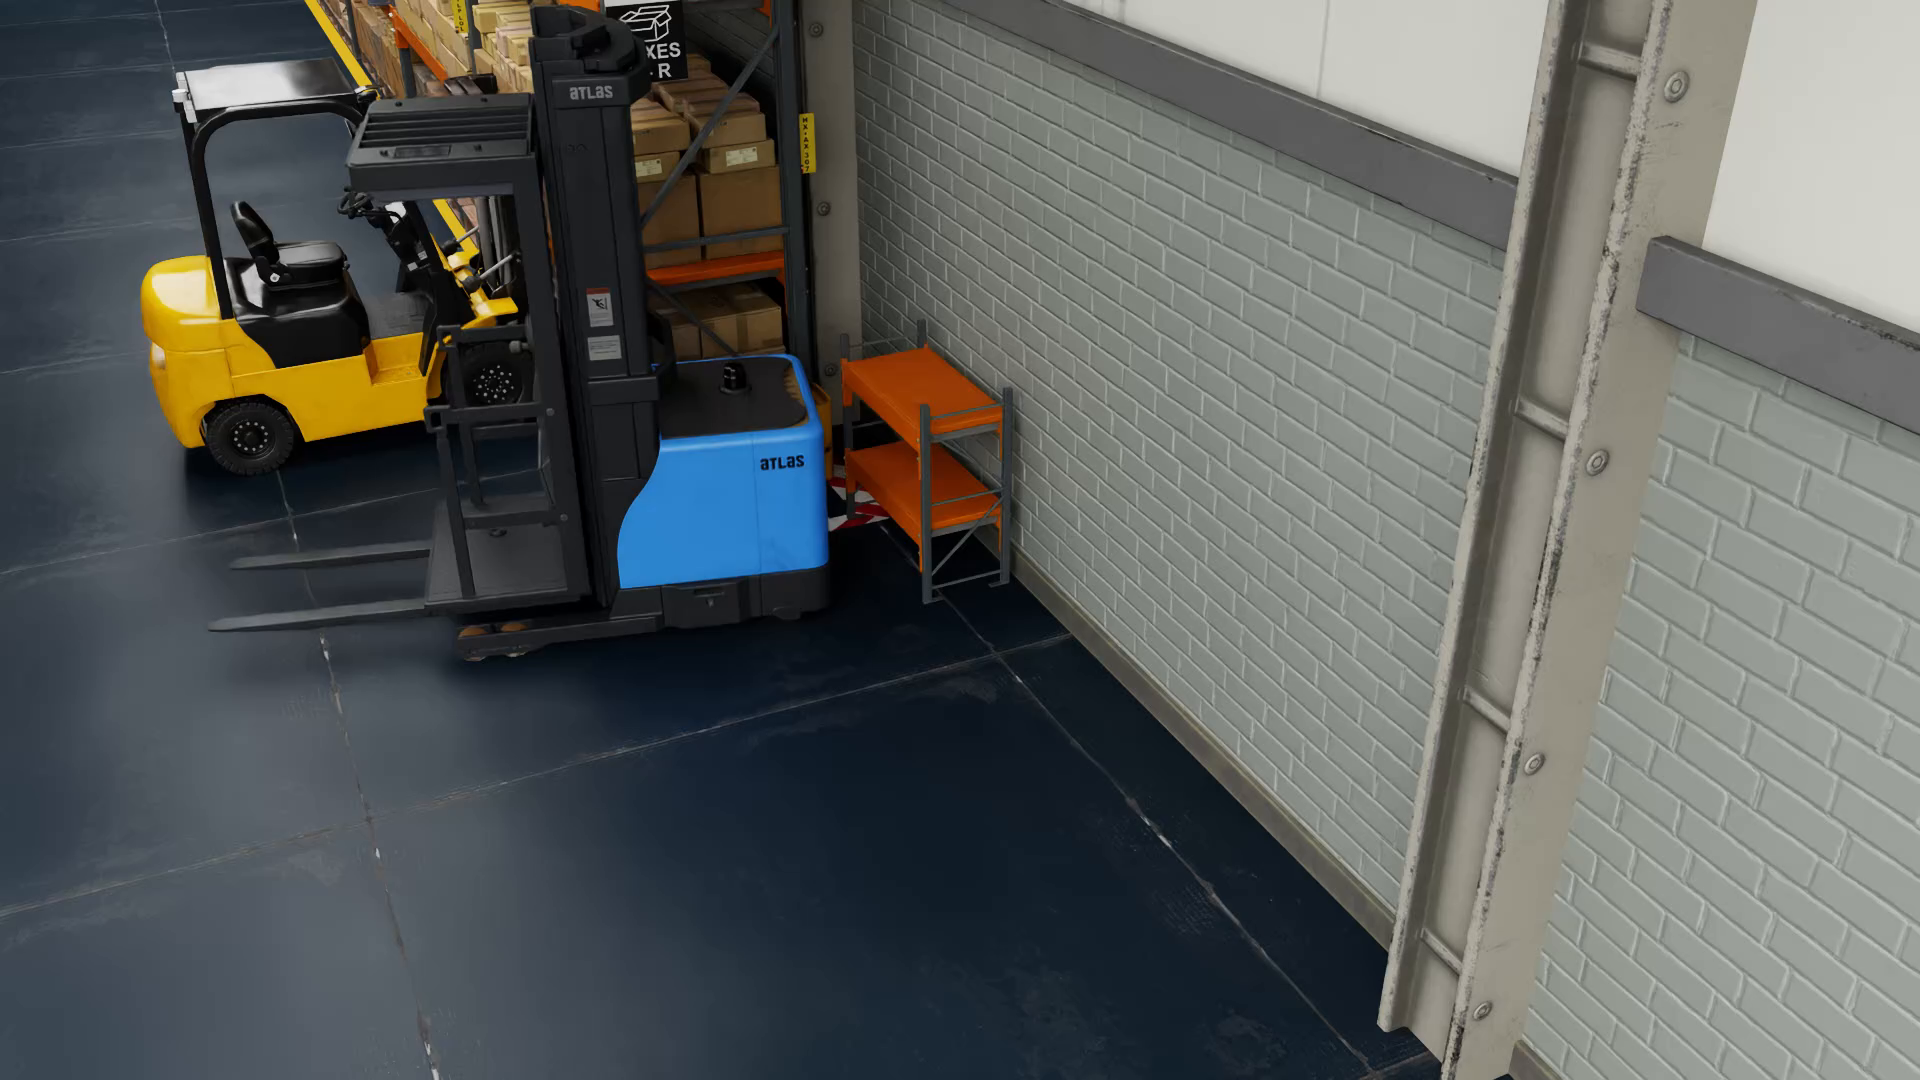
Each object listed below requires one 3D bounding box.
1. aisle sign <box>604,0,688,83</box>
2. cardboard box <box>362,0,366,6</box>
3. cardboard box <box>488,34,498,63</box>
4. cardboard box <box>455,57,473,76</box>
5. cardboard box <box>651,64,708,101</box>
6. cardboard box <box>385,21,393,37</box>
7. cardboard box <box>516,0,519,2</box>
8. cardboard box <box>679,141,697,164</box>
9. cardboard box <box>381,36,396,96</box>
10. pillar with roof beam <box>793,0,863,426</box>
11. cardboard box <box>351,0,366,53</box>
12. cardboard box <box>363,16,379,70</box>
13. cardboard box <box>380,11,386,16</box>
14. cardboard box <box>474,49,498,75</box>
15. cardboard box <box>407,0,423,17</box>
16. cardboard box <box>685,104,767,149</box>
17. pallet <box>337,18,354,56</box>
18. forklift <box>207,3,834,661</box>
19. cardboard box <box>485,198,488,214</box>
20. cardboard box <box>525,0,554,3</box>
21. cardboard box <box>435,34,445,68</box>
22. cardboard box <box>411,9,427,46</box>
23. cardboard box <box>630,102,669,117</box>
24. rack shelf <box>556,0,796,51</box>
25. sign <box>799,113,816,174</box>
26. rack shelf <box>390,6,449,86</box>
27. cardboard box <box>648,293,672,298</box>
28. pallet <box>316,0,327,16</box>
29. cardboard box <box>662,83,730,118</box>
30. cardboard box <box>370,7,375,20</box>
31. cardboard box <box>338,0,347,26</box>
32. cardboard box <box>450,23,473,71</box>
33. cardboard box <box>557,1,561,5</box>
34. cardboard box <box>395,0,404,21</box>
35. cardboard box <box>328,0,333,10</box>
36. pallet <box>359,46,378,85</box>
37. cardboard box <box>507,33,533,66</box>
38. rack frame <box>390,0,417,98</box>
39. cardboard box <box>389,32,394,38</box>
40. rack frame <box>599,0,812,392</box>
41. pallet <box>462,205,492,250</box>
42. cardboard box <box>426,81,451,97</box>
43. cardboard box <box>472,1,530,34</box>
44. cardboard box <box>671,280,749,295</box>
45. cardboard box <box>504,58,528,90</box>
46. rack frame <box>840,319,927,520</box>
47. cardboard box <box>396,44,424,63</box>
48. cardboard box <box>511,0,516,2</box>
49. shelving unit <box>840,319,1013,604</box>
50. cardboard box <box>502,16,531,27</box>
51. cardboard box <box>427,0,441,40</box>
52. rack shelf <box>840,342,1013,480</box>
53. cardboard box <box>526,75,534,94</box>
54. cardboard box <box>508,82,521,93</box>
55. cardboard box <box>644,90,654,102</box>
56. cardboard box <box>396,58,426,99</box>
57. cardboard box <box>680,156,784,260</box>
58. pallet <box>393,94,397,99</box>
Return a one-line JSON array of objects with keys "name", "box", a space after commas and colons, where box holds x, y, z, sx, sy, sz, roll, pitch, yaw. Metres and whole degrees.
[{"name": "aisle sign", "box": [-1.579, -2.682, 8.308, 0.394, 0.787, 0.004, -13, 32, -22]}, {"name": "cardboard box", "box": [-6.392, -5.995, 18.338, 0.380, 0.149, 0.250, -14, 32, -23]}, {"name": "cardboard box", "box": [-3.048, -3.422, 11.521, 0.380, 0.149, 0.250, -12, 32, -21]}, {"name": "cardboard box", "box": [-3.512, -3.508, 12.593, 0.500, 0.250, 0.500, -12, 32, -21]}, {"name": "cardboard box", "box": [-1.730, -2.748, 10.015, 0.380, 0.149, 0.250, -12, 31, -20]}, {"name": "cardboard box", "box": [-5.616, -5.189, 16.901, 0.380, 0.149, 0.250, -14, 32, -23]}, {"name": "cardboard box", "box": [-3.319, -4.281, 13.052, 0.380, 0.149, 0.250, -13, 32, -22]}, {"name": "cardboard box", "box": [-1.417, -2.265, 9.458, 0.380, 0.149, 0.250, -13, 32, -22]}, {"name": "cardboard box", "box": [-5.585, -4.861, 16.979, 0.500, 0.500, 0.500, -12, 31, -20]}, {"name": "pillar with roof beam", "box": [-4.715, -3.848, 6.912, 9.100, 9.000, 0.400, -13, 32, -22]}, {"name": "cardboard box", "box": [-6.490, -5.772, 18.602, 0.500, 0.500, 0.500, -12, 31, -20]}, {"name": "cardboard box", "box": [-6.042, -5.317, 17.792, 0.500, 0.500, 0.500, -14, 32, -23]}, {"name": "cardboard box", "box": [-5.821, -5.424, 17.320, 0.380, 0.149, 0.250, -13, 32, -22]}, {"name": "cardboard box", "box": [-3.105, -3.199, 11.785, 0.500, 0.500, 0.500, -14, 32, -23]}, {"name": "cardboard box", "box": [-4.385, -4.622, 14.067, 0.500, 0.250, 0.500, -14, 32, -23]}, {"name": "cardboard box", "box": [-1.294, -2.288, 9.195, 0.380, 0.149, 0.250, -14, 32, -23]}, {"name": "pallet", "box": [-6.788, -6.027, 19.782, 1.003, 0.211, 1.213, -13, 32, -22]}, {"name": "forklift", "box": [-2.220, -0.964, 7.972, 3.031, 2.935, 1.130, -6, 30, -11]}, {"name": "cardboard box", "box": [-3.294, -2.781, 13.142, 0.875, 0.625, 0.625, -12, 31, -20]}, {"name": "cardboard box", "box": [-3.085, -4.062, 12.662, 0.380, 0.149, 0.250, -14, 32, -24]}, {"name": "cardboard box", "box": [-3.919, -3.955, 13.389, 0.500, 0.250, 0.500, -13, 32, -22]}, {"name": "cardboard box", "box": [-4.368, -4.411, 14.202, 0.500, 0.250, 0.500, -14, 32, -24]}, {"name": "cardboard box", "box": [-1.821, -2.312, 9.236, 0.380, 0.149, 0.250, -13, 32, -22]}, {"name": "rack shelf", "box": [-2.201, -3.517, 10.124, 1.077, 0.370, 4.000, -13, 32, -22]}, {"name": "sign", "box": [-0.839, -2.165, 9.078, 0.100, 0.325, 0.005, -13, 32, -22]}, {"name": "rack shelf", "box": [-3.918, -3.976, 14.008, 1.077, 0.370, 4.000, -13, 32, -22]}, {"name": "cardboard box", "box": [-2.046, -1.421, 10.077, 0.500, 0.250, 0.500, -12, 32, -21]}, {"name": "pallet", "box": [-7.836, -7.105, 21.705, 1.003, 0.211, 1.213, -13, 32, -22]}, {"name": "cardboard box", "box": [-1.502, -2.525, 9.616, 0.380, 0.149, 0.250, -12, 32, -21]}, {"name": "cardboard box", "box": [-6.068, -5.648, 17.718, 0.380, 0.149, 0.250, -13, 32, -22]}, {"name": "cardboard box", "box": [-7.152, -6.272, 19.735, 0.396, 0.266, 0.258, -12, 31, -20]}, {"name": "cardboard box", "box": [-3.501, -3.722, 12.462, 0.500, 0.250, 0.500, -14, 32, -23]}, {"name": "cardboard box", "box": [-2.650, -3.785, 11.863, 0.380, 0.149, 0.250, -13, 32, -22]}, {"name": "cardboard box", "box": [-4.807, -4.860, 15.004, 0.500, 0.250, 0.500, -13, 32, -22]}, {"name": "cardboard box", "box": [-7.566, -6.869, 20.559, 0.500, 0.500, 0.500, -12, 32, -21]}, {"name": "pallet", "box": [-6.111, -5.372, 18.614, 1.003, 0.211, 1.213, -13, 32, -22]}, {"name": "cardboard box", "box": [-2.726, -3.207, 10.833, 0.380, 0.149, 0.250, -14, 32, -23]}, {"name": "rack frame", "box": [-4.777, -5.173, 15.408, 1.000, 3.000, 0.127, -13, 32, -22]}, {"name": "cardboard box", "box": [-5.436, -4.953, 16.480, 0.380, 0.149, 0.250, -14, 32, -24]}, {"name": "rack frame", "box": [-1.342, -1.639, 9.106, 1.000, 3.000, 0.127, -13, 32, -22]}, {"name": "pallet", "box": [-3.411, -2.507, 13.505, 1.003, 0.211, 1.213, -13, 32, -22]}, {"name": "cardboard box", "box": [-4.234, -3.755, 14.878, 0.875, 0.625, 0.625, -12, 31, -20]}, {"name": "cardboard box", "box": [-3.191, -3.659, 11.639, 0.380, 0.149, 0.250, -12, 32, -21]}, {"name": "cardboard box", "box": [-1.596, -1.531, 10.273, 0.500, 0.250, 0.500, -13, 32, -22]}, {"name": "cardboard box", "box": [-2.761, -3.072, 10.897, 0.380, 0.149, 0.250, -13, 32, -22]}, {"name": "rack frame", "box": [-0.415, -0.663, 9.282, 0.500, 1.125, 0.032, -14, 32, -23]}, {"name": "cardboard box", "box": [-5.218, -4.714, 16.052, 0.380, 0.149, 0.250, -15, 32, -24]}, {"name": "cardboard box", "box": [-3.591, -4.066, 12.669, 0.380, 0.149, 0.250, -13, 32, -22]}, {"name": "shelving unit", "box": [-0.191, -0.440, 8.884, 0.538, 1.125, 1.048, -14, 32, -23]}, {"name": "cardboard box", "box": [-2.879, -3.452, 11.269, 0.380, 0.149, 0.250, -14, 32, -23]}, {"name": "cardboard box", "box": [-3.943, -4.174, 13.270, 0.500, 0.250, 0.500, -12, 32, -21]}, {"name": "rack shelf", "box": [-0.191, -0.695, 8.741, 0.538, 0.278, 1.000, -14, 32, -23]}, {"name": "cardboard box", "box": [-2.515, -2.849, 10.499, 0.380, 0.149, 0.250, -14, 32, -23]}, {"name": "cardboard box", "box": [-2.648, -2.749, 10.982, 0.500, 0.500, 0.500, -13, 32, -22]}, {"name": "cardboard box", "box": [-1.997, -2.547, 9.656, 0.380, 0.149, 0.250, -13, 32, -22]}, {"name": "cardboard box", "box": [-5.153, -4.407, 16.169, 0.500, 0.500, 0.500, -12, 31, -21]}, {"name": "cardboard box", "box": [-1.304, -1.960, 9.576, 0.500, 0.500, 0.500, -12, 31, -20]}, {"name": "pallet", "box": [-5.063, -4.294, 16.692, 1.003, 0.211, 1.213, -13, 32, -22]}]
